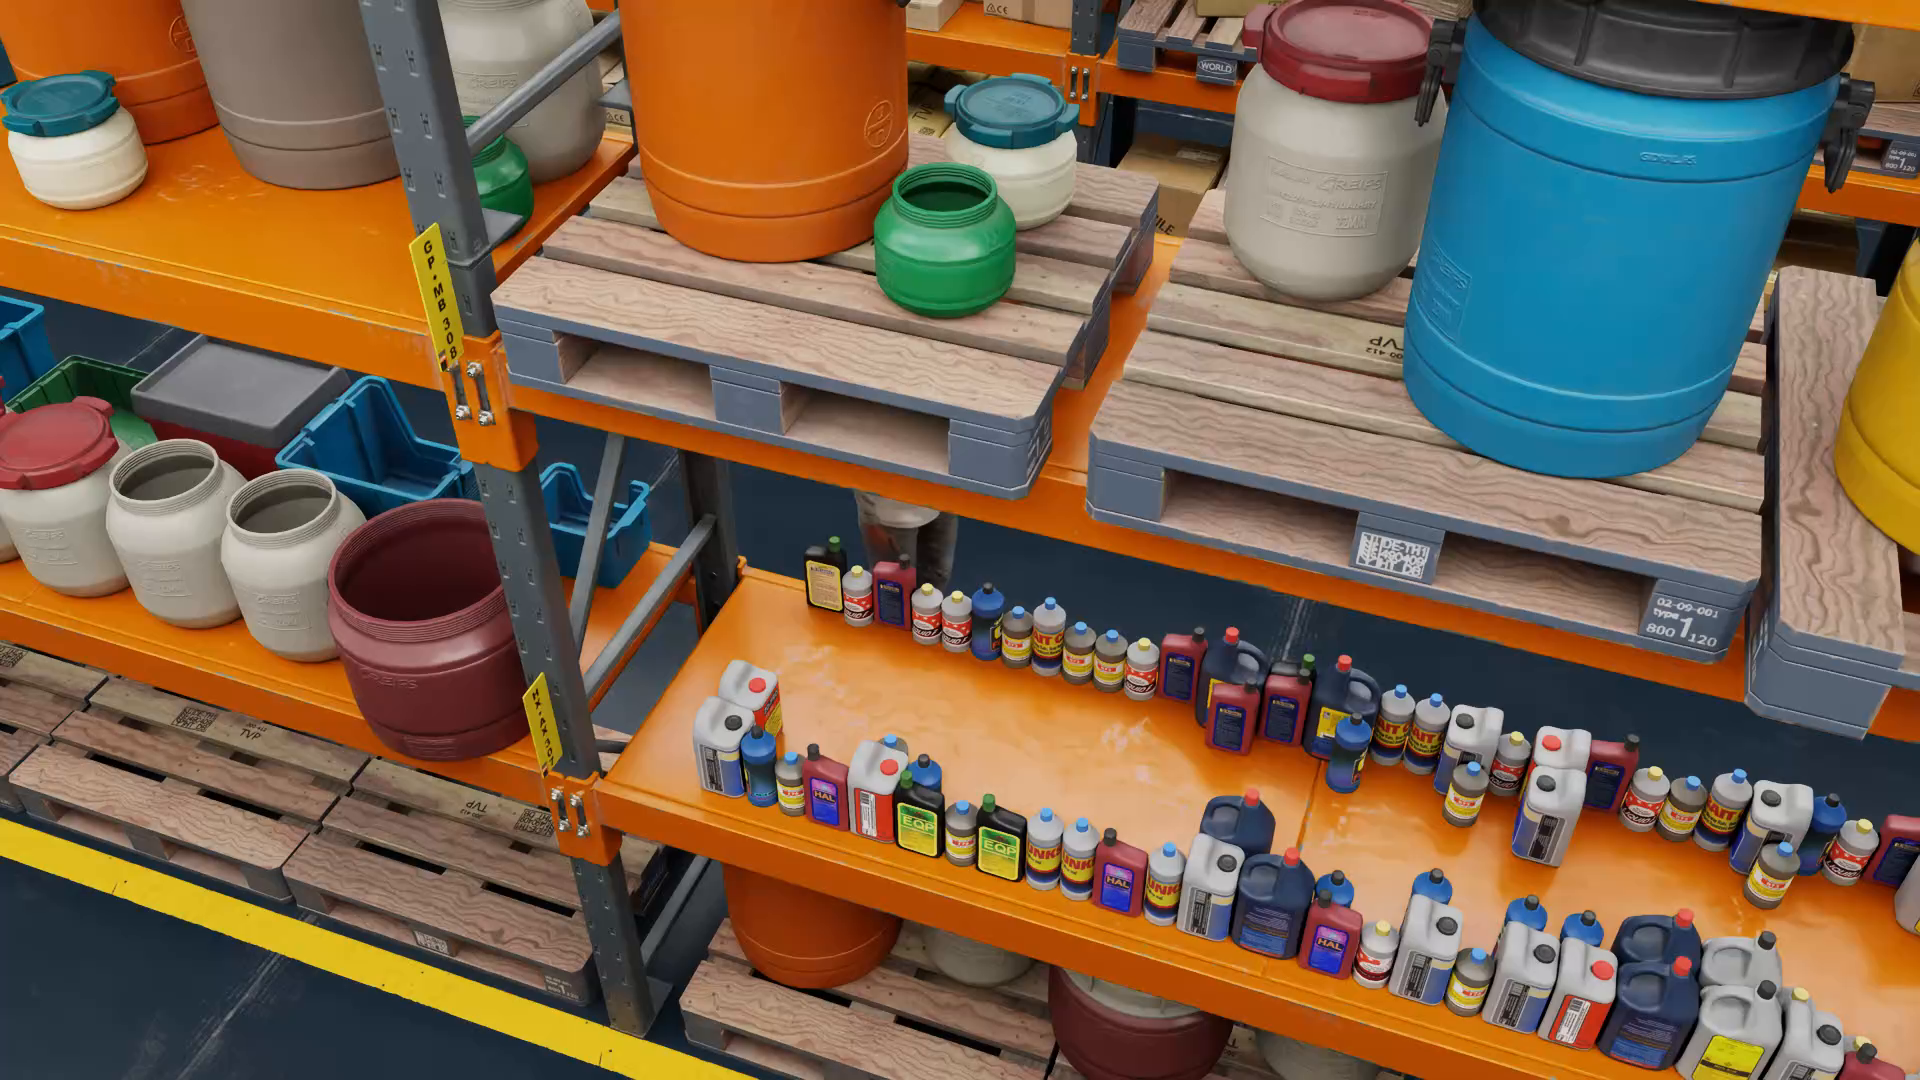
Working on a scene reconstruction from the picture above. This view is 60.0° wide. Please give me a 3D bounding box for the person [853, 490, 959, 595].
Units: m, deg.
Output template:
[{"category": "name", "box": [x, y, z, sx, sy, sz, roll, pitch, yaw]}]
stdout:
[{"category": "person", "box": [-0.181, -0.169, 6.335, 0.358, 1.771, 0.530, 31, 50, 31]}]
